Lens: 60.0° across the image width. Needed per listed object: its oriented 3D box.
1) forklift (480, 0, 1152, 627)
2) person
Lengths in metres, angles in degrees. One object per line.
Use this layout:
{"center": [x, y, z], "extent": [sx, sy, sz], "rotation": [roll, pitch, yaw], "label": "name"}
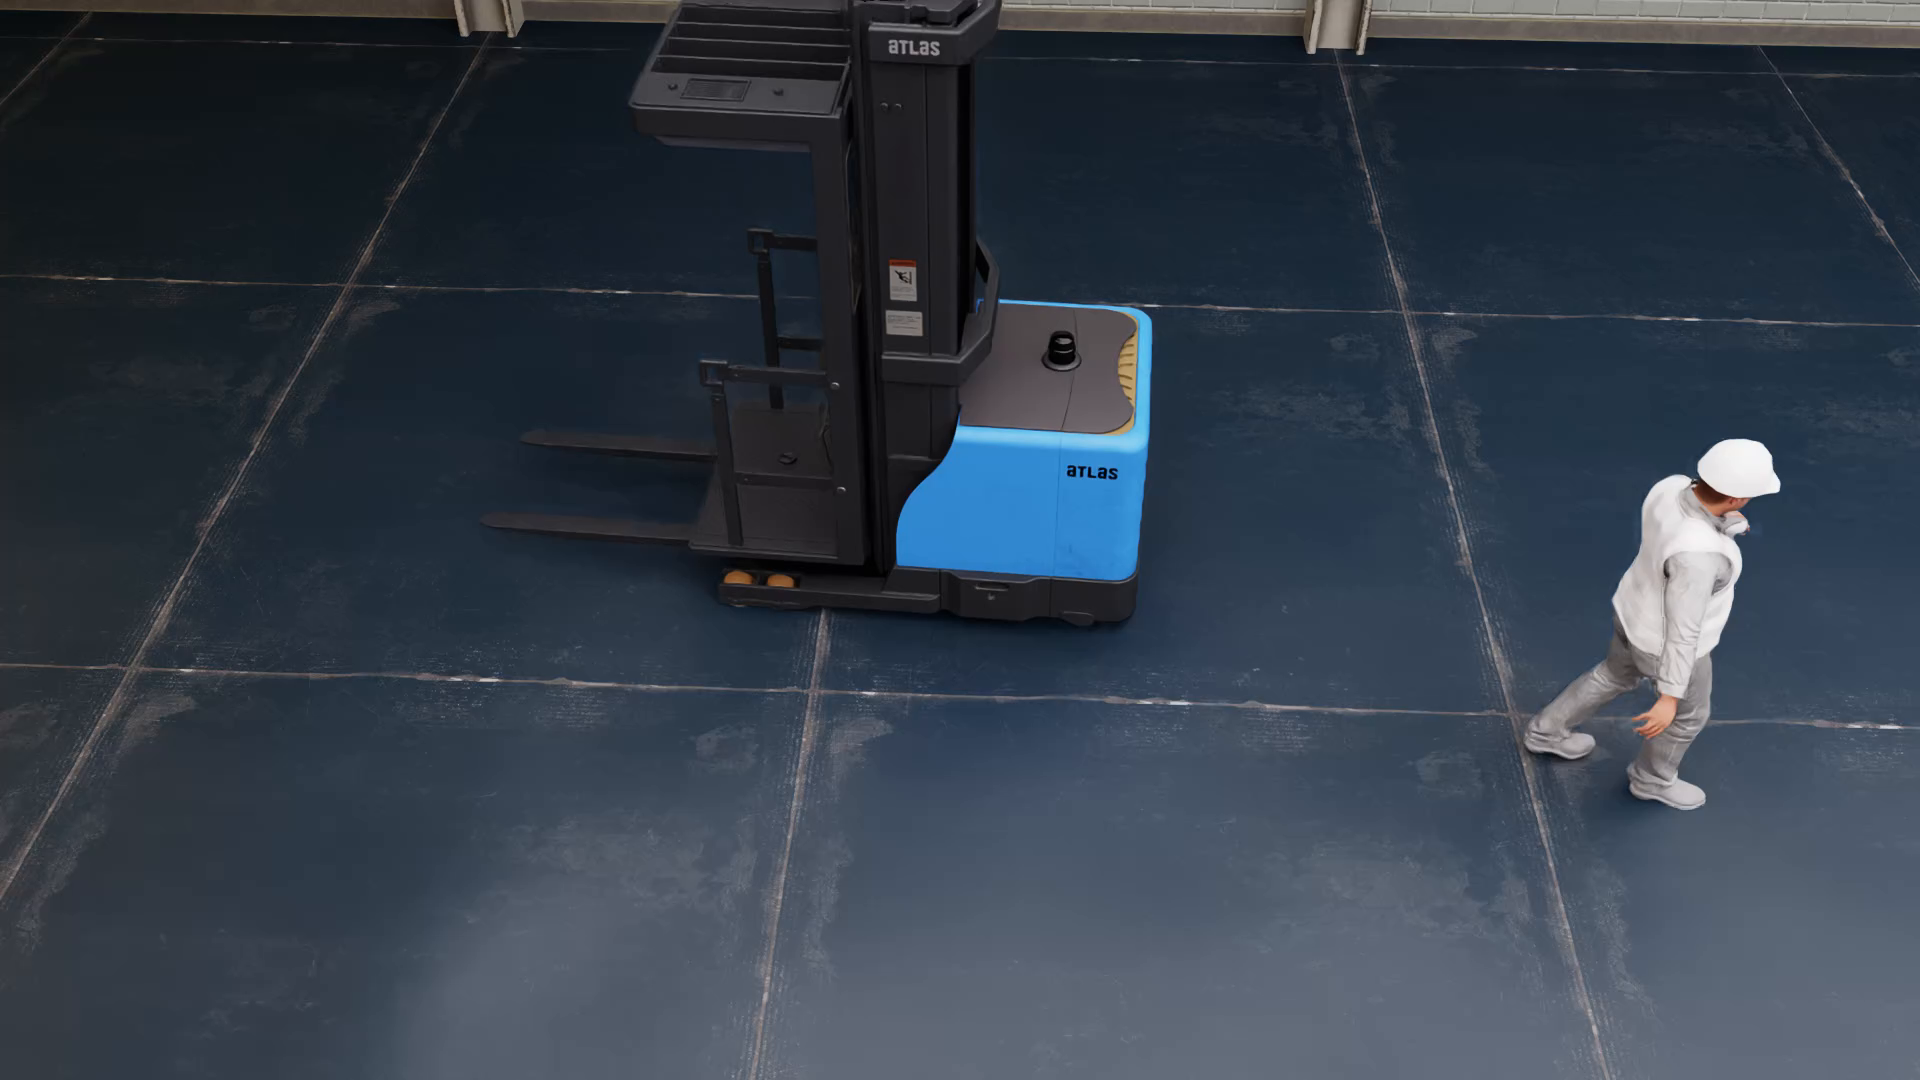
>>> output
{"center": [-0.677, -1.114, 6.963], "extent": [3.031, 2.935, 1.130], "rotation": [4, 43, 4], "label": "forklift"}
{"center": [2.696, 0.332, 6.266], "extent": [0.751, 1.753, 0.934], "rotation": [1, 42, 1], "label": "person"}
